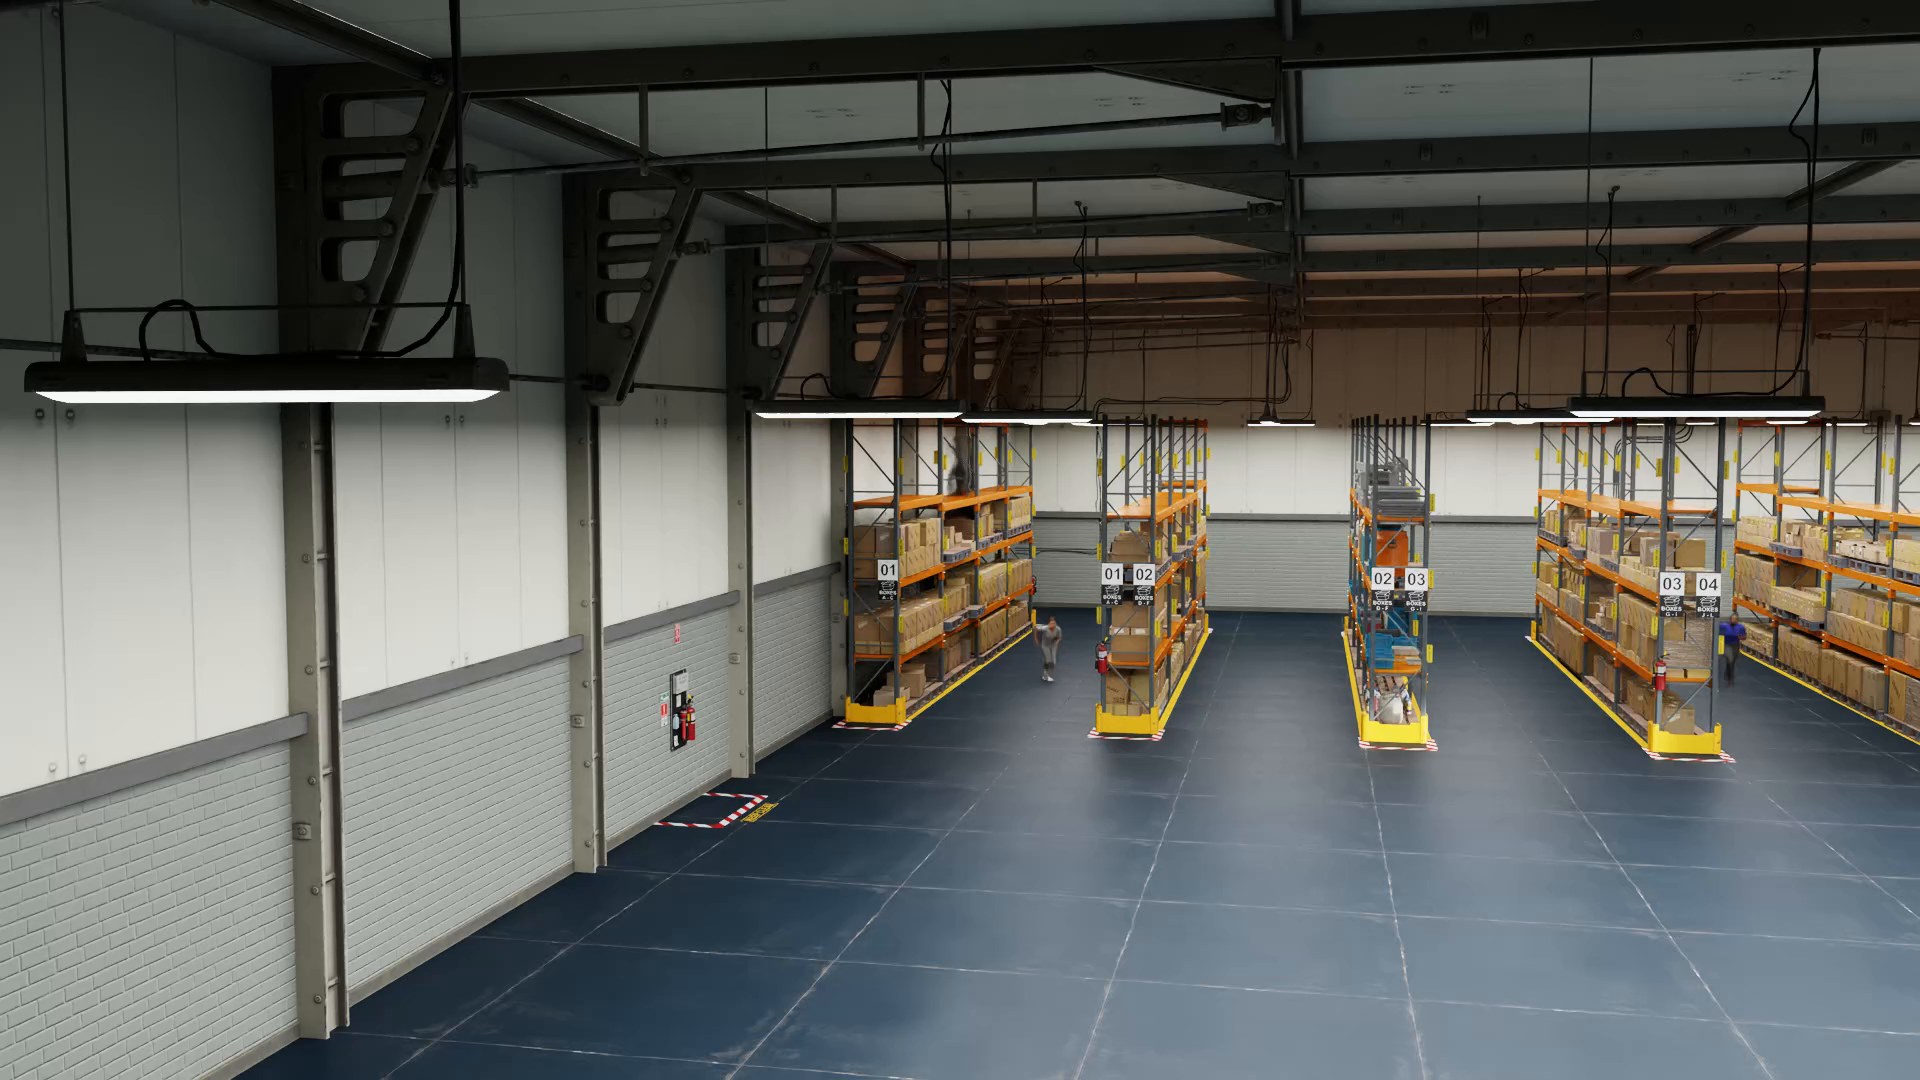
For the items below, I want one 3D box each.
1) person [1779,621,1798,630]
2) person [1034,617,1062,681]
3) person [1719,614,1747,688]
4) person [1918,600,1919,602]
[{"bbox_3d":[22.170,1.939,44.510,0.673,1.637,0.560,-1,4,-17],"label":"person"},{"bbox_3d":[1.990,2.468,37.637,0.591,1.503,0.818,-1,4,-11],"label":"person"},{"bbox_3d":[17.223,2.451,37.149,0.574,1.664,0.931,1,4,10],"label":"person"},{"bbox_3d":[25.892,1.881,44.370,0.934,1.771,0.685,2,4,27],"label":"person"}]
